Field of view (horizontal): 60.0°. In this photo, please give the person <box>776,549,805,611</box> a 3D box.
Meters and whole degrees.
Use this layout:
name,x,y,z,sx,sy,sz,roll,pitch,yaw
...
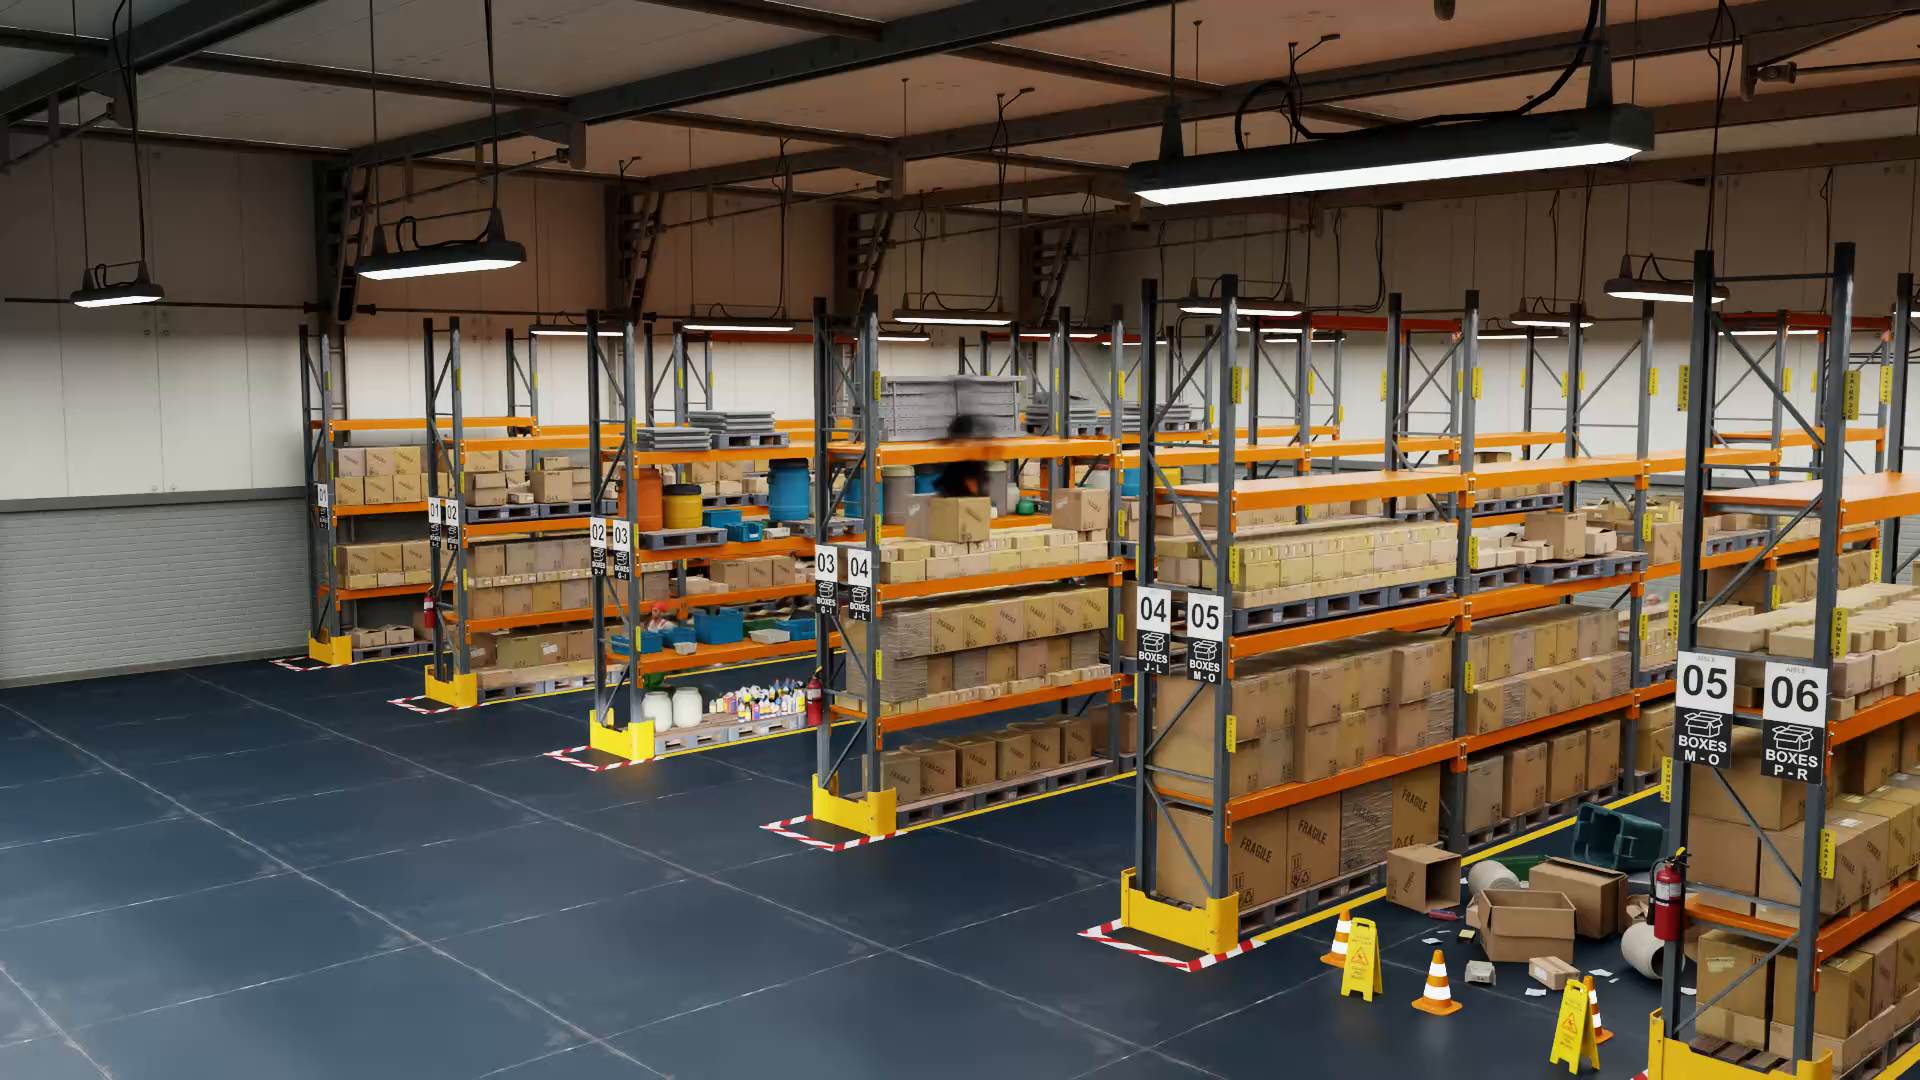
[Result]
name,x,y,z,sx,sy,sz,roll,pitch,yaw
person,-3.268,0.981,33.162,0.795,1.770,0.635,-5,8,-41

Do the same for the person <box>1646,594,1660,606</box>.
name,x,y,z,sx,sy,sz,roll,pitch,yaw
person,10.695,1.705,25.549,0.875,1.771,0.706,-4,7,-32

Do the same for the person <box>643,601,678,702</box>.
name,x,y,z,sx,sy,sz,roll,pitch,yaw
person,-4.515,1.788,24.948,0.648,1.742,0.602,4,7,36
